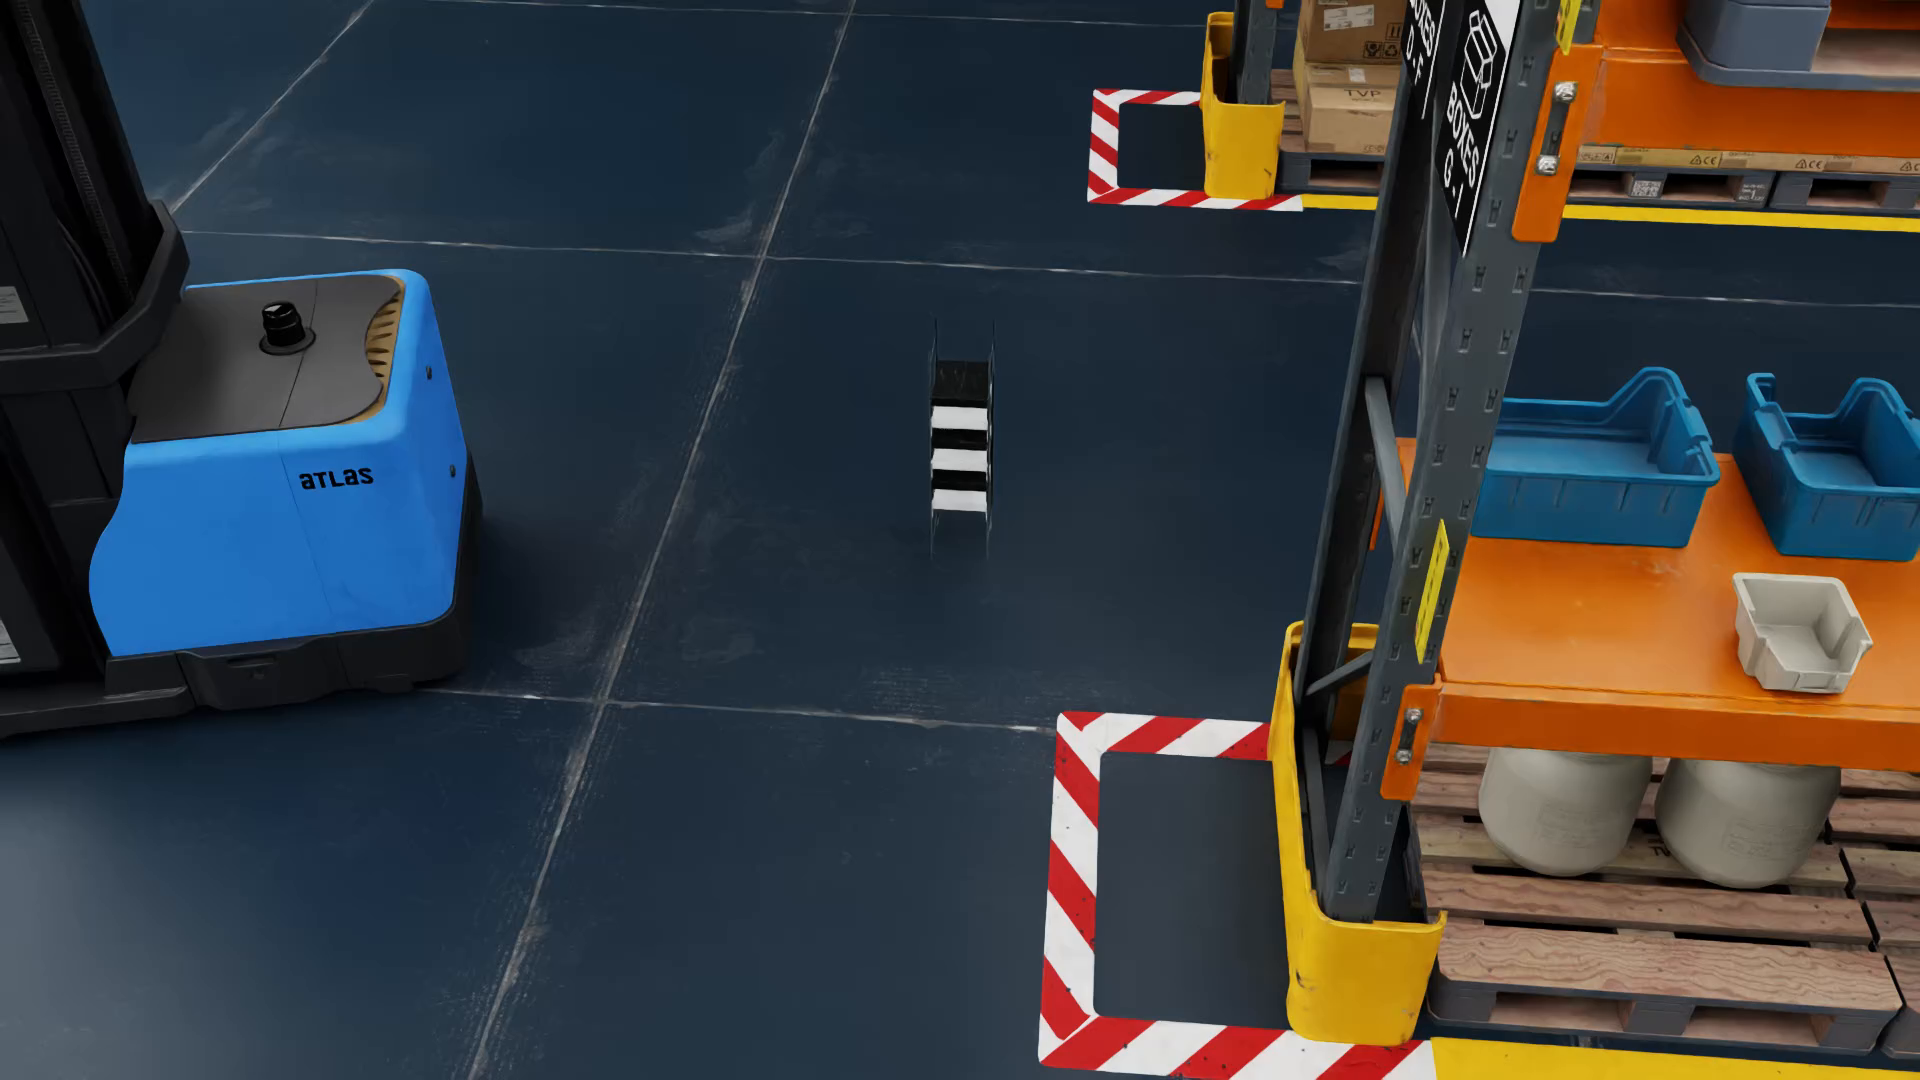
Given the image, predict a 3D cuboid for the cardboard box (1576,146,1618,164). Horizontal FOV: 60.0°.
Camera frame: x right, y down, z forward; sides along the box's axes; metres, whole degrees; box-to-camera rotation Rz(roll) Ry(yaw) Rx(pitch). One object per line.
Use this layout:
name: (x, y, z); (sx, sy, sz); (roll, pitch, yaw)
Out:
cardboard box: (2.990, -2.116, 8.320); (0.500, 0.250, 0.500); (3, 39, 4)

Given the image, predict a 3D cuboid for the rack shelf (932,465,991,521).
rack shelf: (0.008, -0.183, 6.100); (0.200, 0.077, 0.258); (3, 39, 4)

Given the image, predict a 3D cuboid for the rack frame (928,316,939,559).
rack frame: (-0.093, -0.354, 5.972); (0.006, 0.900, 0.240); (3, 39, 4)

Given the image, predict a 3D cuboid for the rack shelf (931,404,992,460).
rack shelf: (0.008, -0.393, 5.930); (0.200, 0.077, 0.258); (3, 39, 4)

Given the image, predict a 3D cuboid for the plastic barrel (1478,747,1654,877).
plastic barrel: (1.710, 0.663, 4.697); (0.421, 0.512, 0.421); (0, 39, 0)

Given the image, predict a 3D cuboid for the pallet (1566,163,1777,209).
pallet: (3.456, -2.077, 8.634); (1.213, 0.211, 1.003); (3, 39, 4)

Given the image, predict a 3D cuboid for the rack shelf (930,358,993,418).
rack shelf: (0.008, -0.532, 5.816); (0.200, 0.077, 0.258); (3, 39, 4)

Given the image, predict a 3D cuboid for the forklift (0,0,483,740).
forklift: (-3.232, -0.793, 4.903); (3.031, 2.935, 1.130); (-6, 40, -7)

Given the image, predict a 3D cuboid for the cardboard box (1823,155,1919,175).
cardboard box: (4.486, -2.041, 8.227); (0.500, 0.250, 0.500); (3, 39, 4)

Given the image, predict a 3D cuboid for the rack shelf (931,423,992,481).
rack shelf: (0.008, -0.323, 5.986); (0.200, 0.077, 0.258); (3, 39, 4)

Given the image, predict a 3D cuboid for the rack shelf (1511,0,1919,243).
rack shelf: (3.040, -0.902, 3.176); (4.000, 0.370, 1.077); (3, 39, 4)

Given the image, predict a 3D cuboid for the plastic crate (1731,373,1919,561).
plastic crate: (2.219, -0.191, 4.226); (0.408, 0.251, 0.499); (3, 39, 4)

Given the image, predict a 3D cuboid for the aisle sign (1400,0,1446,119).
aisle sign: (1.002, -1.325, 3.443); (0.004, 0.787, 0.394); (3, 39, 4)

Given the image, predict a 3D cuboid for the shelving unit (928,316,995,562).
shelving unit: (0.008, -0.349, 5.965); (0.210, 0.900, 0.258); (3, 39, 4)

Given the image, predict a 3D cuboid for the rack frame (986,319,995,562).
rack frame: (0.109, -0.343, 5.959); (0.006, 0.900, 0.240); (3, 39, 4)

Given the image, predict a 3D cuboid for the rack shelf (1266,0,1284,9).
rack shelf: (3.471, -2.854, 7.950); (4.000, 0.370, 1.077); (3, 39, 4)

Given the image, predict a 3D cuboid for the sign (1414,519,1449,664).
sign: (0.996, 0.112, 3.517); (0.005, 0.325, 0.100); (3, 39, 4)

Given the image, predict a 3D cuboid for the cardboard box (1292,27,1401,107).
cardboard box: (2.039, -2.495, 8.784); (0.500, 0.250, 0.500); (3, 39, 4)

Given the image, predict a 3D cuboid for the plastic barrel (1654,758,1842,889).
plastic barrel: (2.209, 0.691, 4.664); (0.421, 0.512, 0.421); (0, 39, 0)

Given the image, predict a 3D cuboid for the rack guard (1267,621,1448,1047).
rack guard: (1.127, 0.818, 4.850); (0.348, 0.500, 1.175); (3, 39, 4)

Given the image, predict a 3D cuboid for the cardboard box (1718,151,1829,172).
cardboard box: (3.986, -2.059, 8.249); (0.500, 0.250, 0.500); (3, 39, 4)

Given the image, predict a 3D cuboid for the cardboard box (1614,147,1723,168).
cardboard box: (3.488, -2.086, 8.282); (0.500, 0.250, 0.500); (3, 39, 4)

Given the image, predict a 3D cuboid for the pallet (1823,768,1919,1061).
pallet: (3.148, 1.045, 4.799); (1.213, 0.211, 1.003); (3, 39, 4)

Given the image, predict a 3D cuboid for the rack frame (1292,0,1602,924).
rack frame: (1.048, -0.126, 4.029); (0.127, 3.000, 1.000); (3, 39, 4)

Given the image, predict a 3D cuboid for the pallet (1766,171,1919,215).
pallet: (4.675, -2.012, 8.554); (1.213, 0.211, 1.003); (3, 39, 4)

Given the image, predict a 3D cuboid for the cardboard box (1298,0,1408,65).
cardboard box: (2.039, -2.787, 8.549); (0.500, 0.500, 0.500); (3, 39, 4)

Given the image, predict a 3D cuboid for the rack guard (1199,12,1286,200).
rack guard: (1.455, -2.273, 8.647); (0.348, 0.500, 1.175); (3, 39, 4)

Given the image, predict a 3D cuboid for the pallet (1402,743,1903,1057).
pallet: (1.936, 0.977, 4.882); (1.213, 0.211, 1.003); (3, 39, 4)

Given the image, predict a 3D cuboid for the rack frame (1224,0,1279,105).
rack frame: (1.479, -3.242, 7.856); (0.127, 3.000, 1.000); (3, 39, 4)

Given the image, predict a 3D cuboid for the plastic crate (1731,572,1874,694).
plastic crate: (1.911, 0.227, 3.804); (0.250, 0.136, 0.298); (3, 39, 4)

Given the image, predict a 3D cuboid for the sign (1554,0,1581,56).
sign: (0.996, -0.948, 2.655); (0.005, 0.325, 0.100); (3, 39, 4)

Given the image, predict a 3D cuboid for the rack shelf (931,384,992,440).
rack shelf: (0.008, -0.462, 5.873); (0.200, 0.077, 0.258); (3, 39, 4)

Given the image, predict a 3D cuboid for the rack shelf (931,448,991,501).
rack shelf: (0.008, -0.253, 6.043); (0.200, 0.077, 0.258); (3, 39, 4)

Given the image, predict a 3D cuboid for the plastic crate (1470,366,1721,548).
plastic crate: (1.572, -0.230, 4.274); (0.616, 0.251, 0.499); (3, 39, 4)

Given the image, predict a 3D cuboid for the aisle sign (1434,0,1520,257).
aisle sign: (0.951, -0.954, 2.987); (0.004, 0.787, 0.394); (3, 39, 4)

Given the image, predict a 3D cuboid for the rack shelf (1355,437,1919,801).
rack shelf: (3.040, 0.261, 4.123); (4.000, 0.370, 1.077); (3, 39, 4)

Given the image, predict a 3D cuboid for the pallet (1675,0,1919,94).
pallet: (1.863, -1.110, 3.011); (1.213, 0.211, 1.003); (3, 39, 4)

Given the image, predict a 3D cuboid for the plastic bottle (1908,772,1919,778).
plastic bottle: (2.915, 0.612, 4.990); (0.097, 0.201, 0.097); (0, 39, 0)

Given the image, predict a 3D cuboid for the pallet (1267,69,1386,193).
pallet: (2.244, -2.145, 8.718); (1.213, 0.211, 1.003); (3, 39, 4)

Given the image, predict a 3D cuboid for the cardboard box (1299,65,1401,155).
cardboard box: (1.994, -2.169, 8.384); (0.500, 0.250, 0.500); (3, 39, 4)
